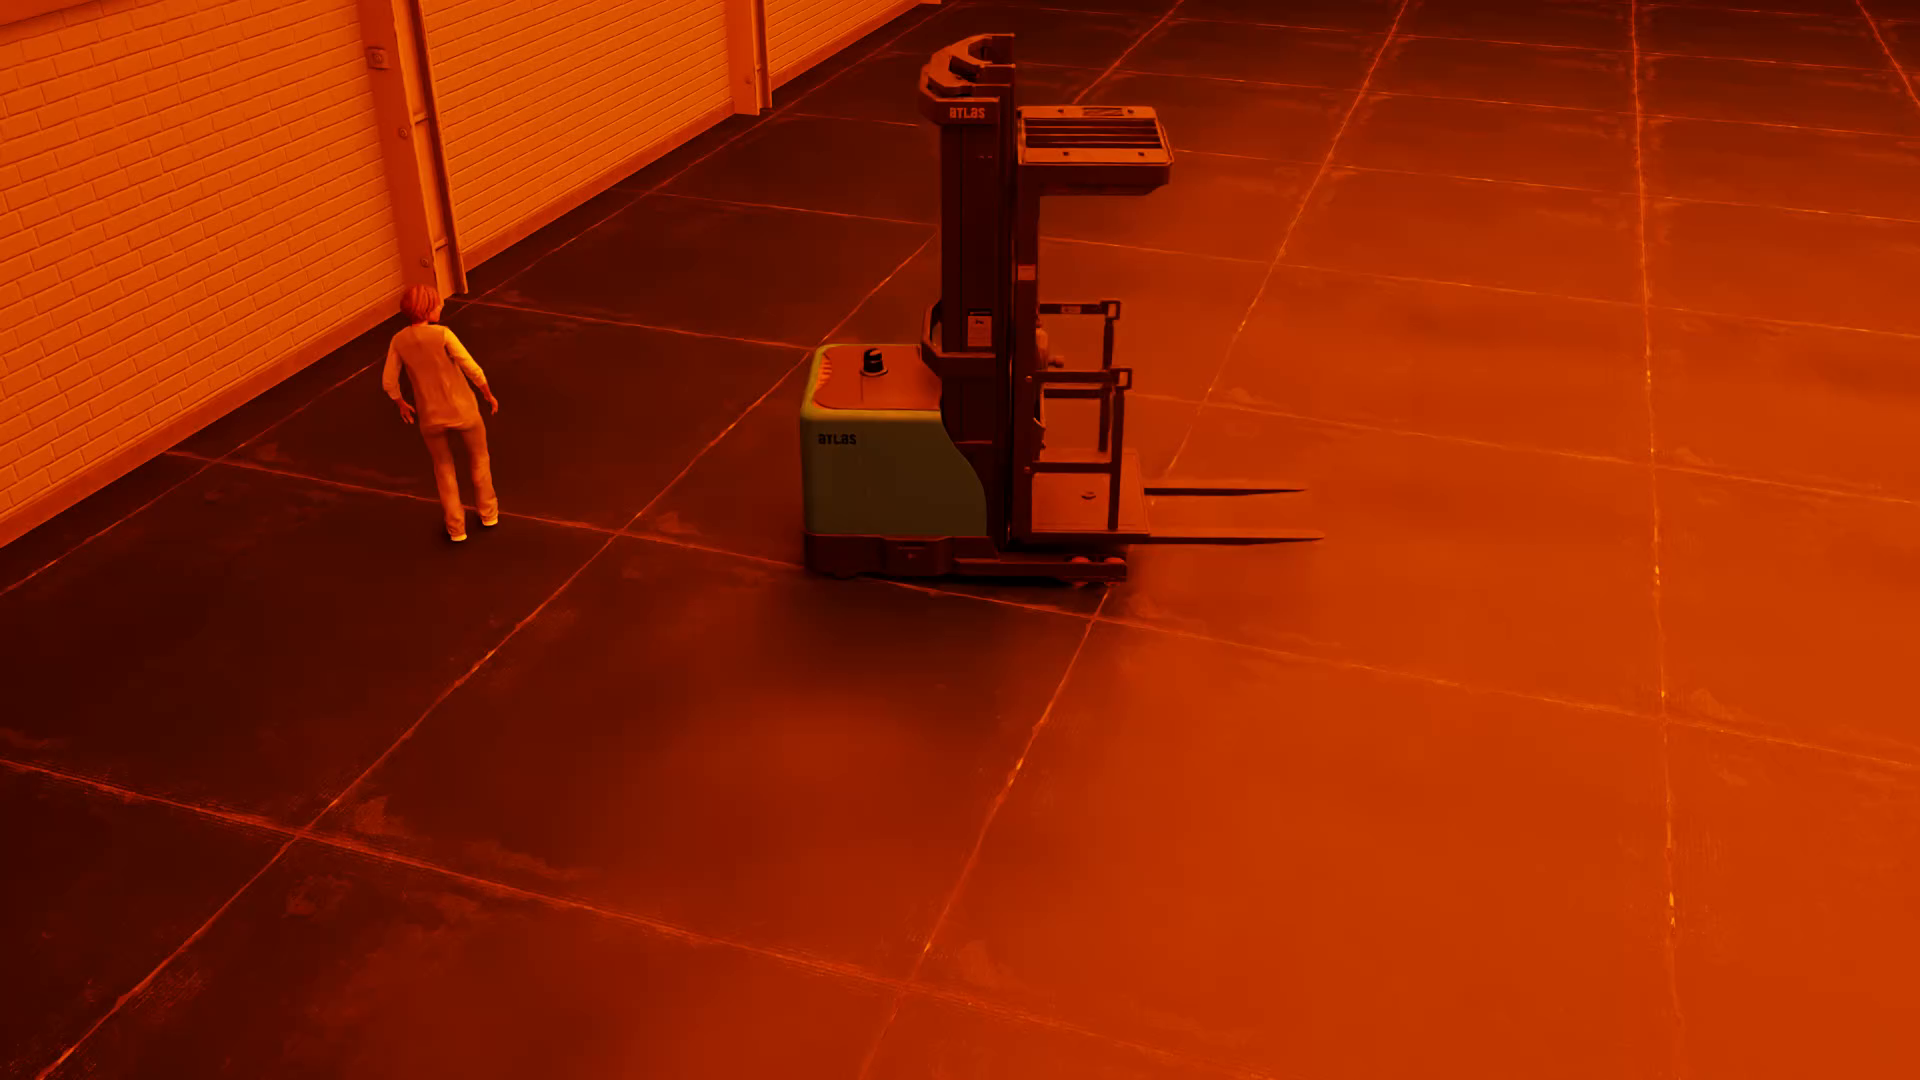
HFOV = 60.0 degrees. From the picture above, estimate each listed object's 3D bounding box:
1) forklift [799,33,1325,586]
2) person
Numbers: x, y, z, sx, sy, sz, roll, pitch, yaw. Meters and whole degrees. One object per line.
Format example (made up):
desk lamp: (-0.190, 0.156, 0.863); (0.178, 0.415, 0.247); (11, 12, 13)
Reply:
forklift: (0.615, -1.274, 9.371); (3.031, 2.935, 1.130); (1, 30, 1)
person: (-3.050, -0.763, 9.847); (0.622, 1.580, 0.453); (-4, 30, -6)
